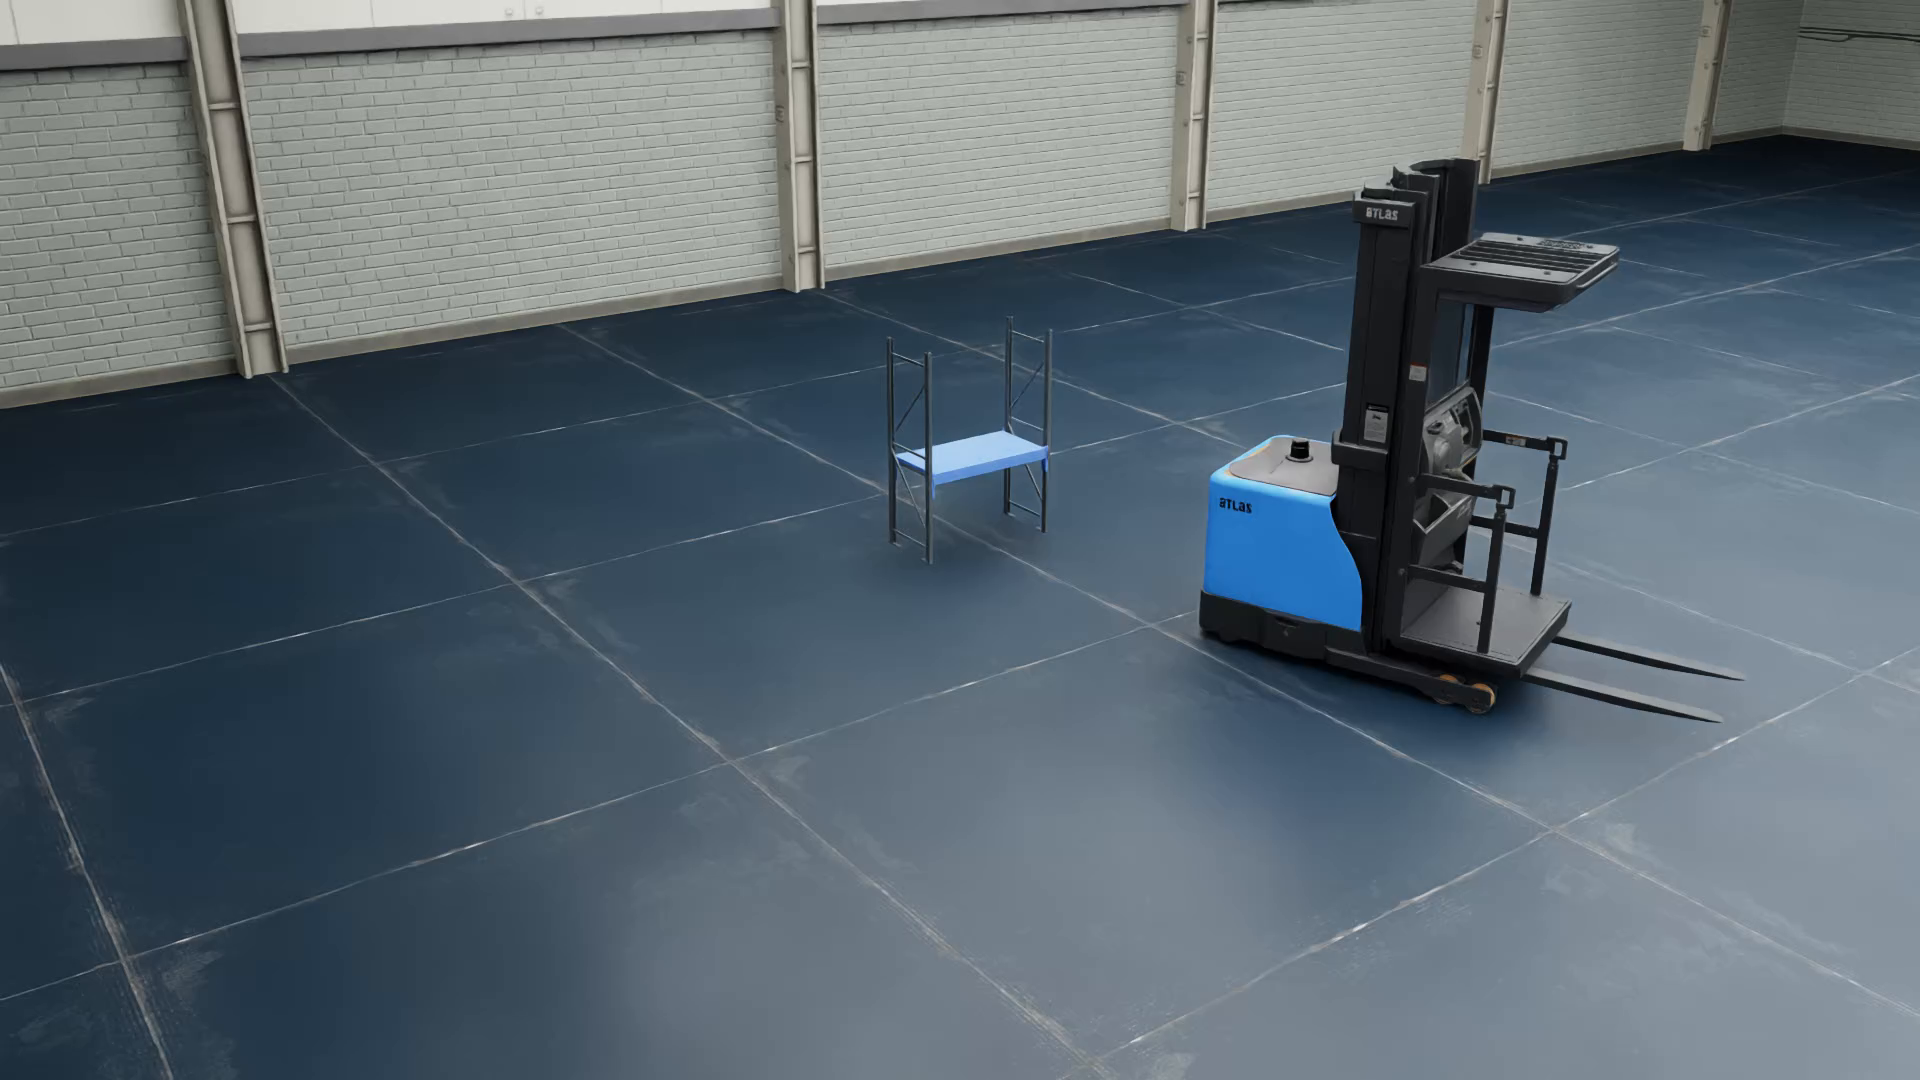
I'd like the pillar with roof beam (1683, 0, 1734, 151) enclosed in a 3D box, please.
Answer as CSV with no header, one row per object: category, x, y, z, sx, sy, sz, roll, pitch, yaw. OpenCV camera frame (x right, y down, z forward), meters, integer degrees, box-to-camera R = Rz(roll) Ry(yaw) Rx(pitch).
pillar with roof beam,15.322,-9.690,24.038,0.400,9.000,9.100,-15,26,-33

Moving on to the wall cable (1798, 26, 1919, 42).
wall cable,15.972,-9.783,28.461,0.112,2.526,3.097,-15,26,-33

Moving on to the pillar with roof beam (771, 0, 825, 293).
pillar with roof beam,0.711,-5.794,14.275,0.400,9.000,9.100,-15,26,-33

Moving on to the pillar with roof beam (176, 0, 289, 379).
pillar with roof beam,-4.160,-4.495,11.020,0.400,9.000,9.100,-15,26,-33

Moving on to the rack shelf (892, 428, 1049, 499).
rack shelf,0.069,-0.548,11.731,1.000,0.185,0.538,-15,26,-33

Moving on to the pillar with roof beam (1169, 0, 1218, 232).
pillar with roof beam,5.581,-7.093,17.529,0.400,9.000,9.100,-15,26,-33

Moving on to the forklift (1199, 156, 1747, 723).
forklift,2.996,-0.602,9.449,3.031,2.935,1.130,14,26,32

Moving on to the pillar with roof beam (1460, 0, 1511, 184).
pillar with roof beam,10.452,-8.391,20.784,0.400,9.000,9.100,-15,26,-33

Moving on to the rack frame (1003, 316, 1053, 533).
rack frame,0.482,-0.825,11.940,0.032,1.500,0.500,-15,26,-33

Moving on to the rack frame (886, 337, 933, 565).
rack frame,-0.343,-0.605,11.389,0.032,1.500,0.500,-15,26,-33

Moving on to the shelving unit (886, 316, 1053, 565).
shelving unit,0.069,-0.715,11.665,1.048,1.500,0.538,-15,26,-33
